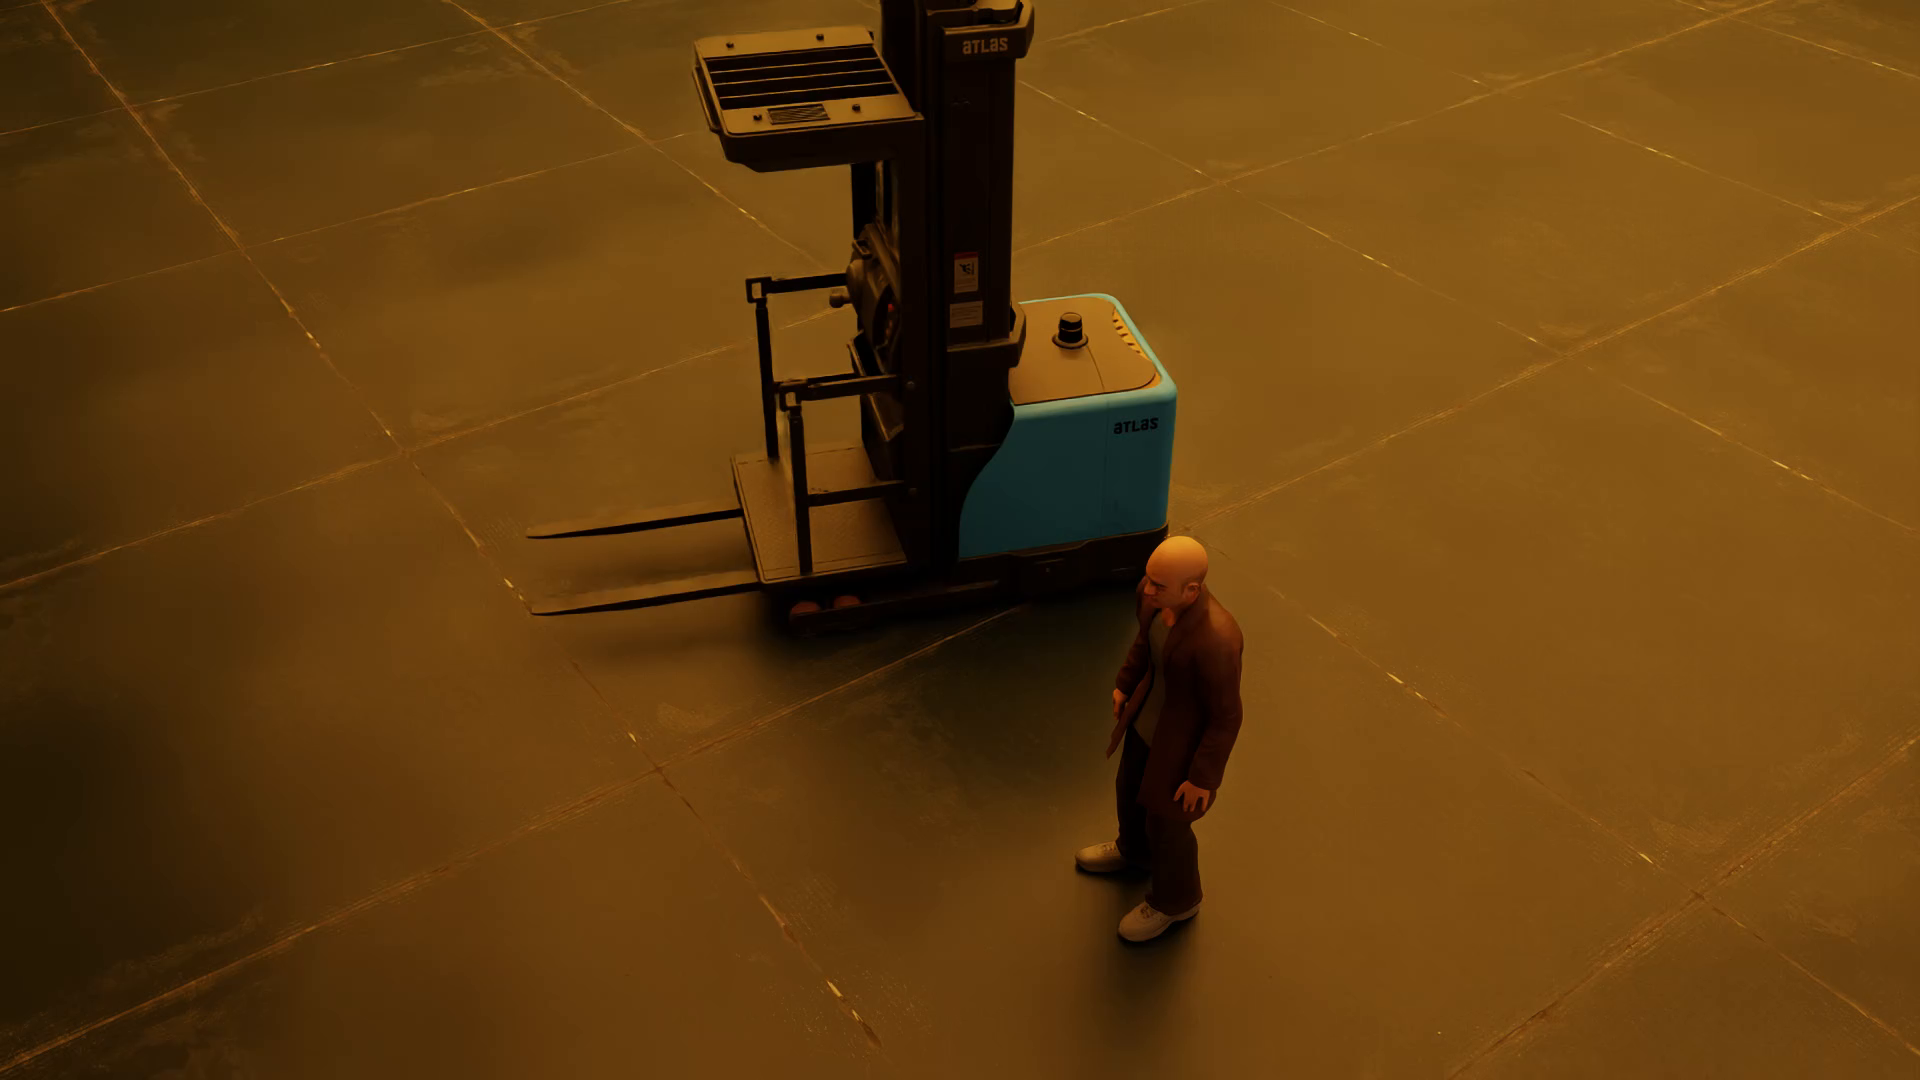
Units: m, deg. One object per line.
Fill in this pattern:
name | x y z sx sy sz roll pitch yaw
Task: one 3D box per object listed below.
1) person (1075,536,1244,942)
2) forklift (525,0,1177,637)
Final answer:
person | 0.752 0.696 5.977 0.423 1.774 0.653 -13 39 -17
forklift | -0.567 -1.071 7.394 3.031 2.935 1.130 -8 37 -11
